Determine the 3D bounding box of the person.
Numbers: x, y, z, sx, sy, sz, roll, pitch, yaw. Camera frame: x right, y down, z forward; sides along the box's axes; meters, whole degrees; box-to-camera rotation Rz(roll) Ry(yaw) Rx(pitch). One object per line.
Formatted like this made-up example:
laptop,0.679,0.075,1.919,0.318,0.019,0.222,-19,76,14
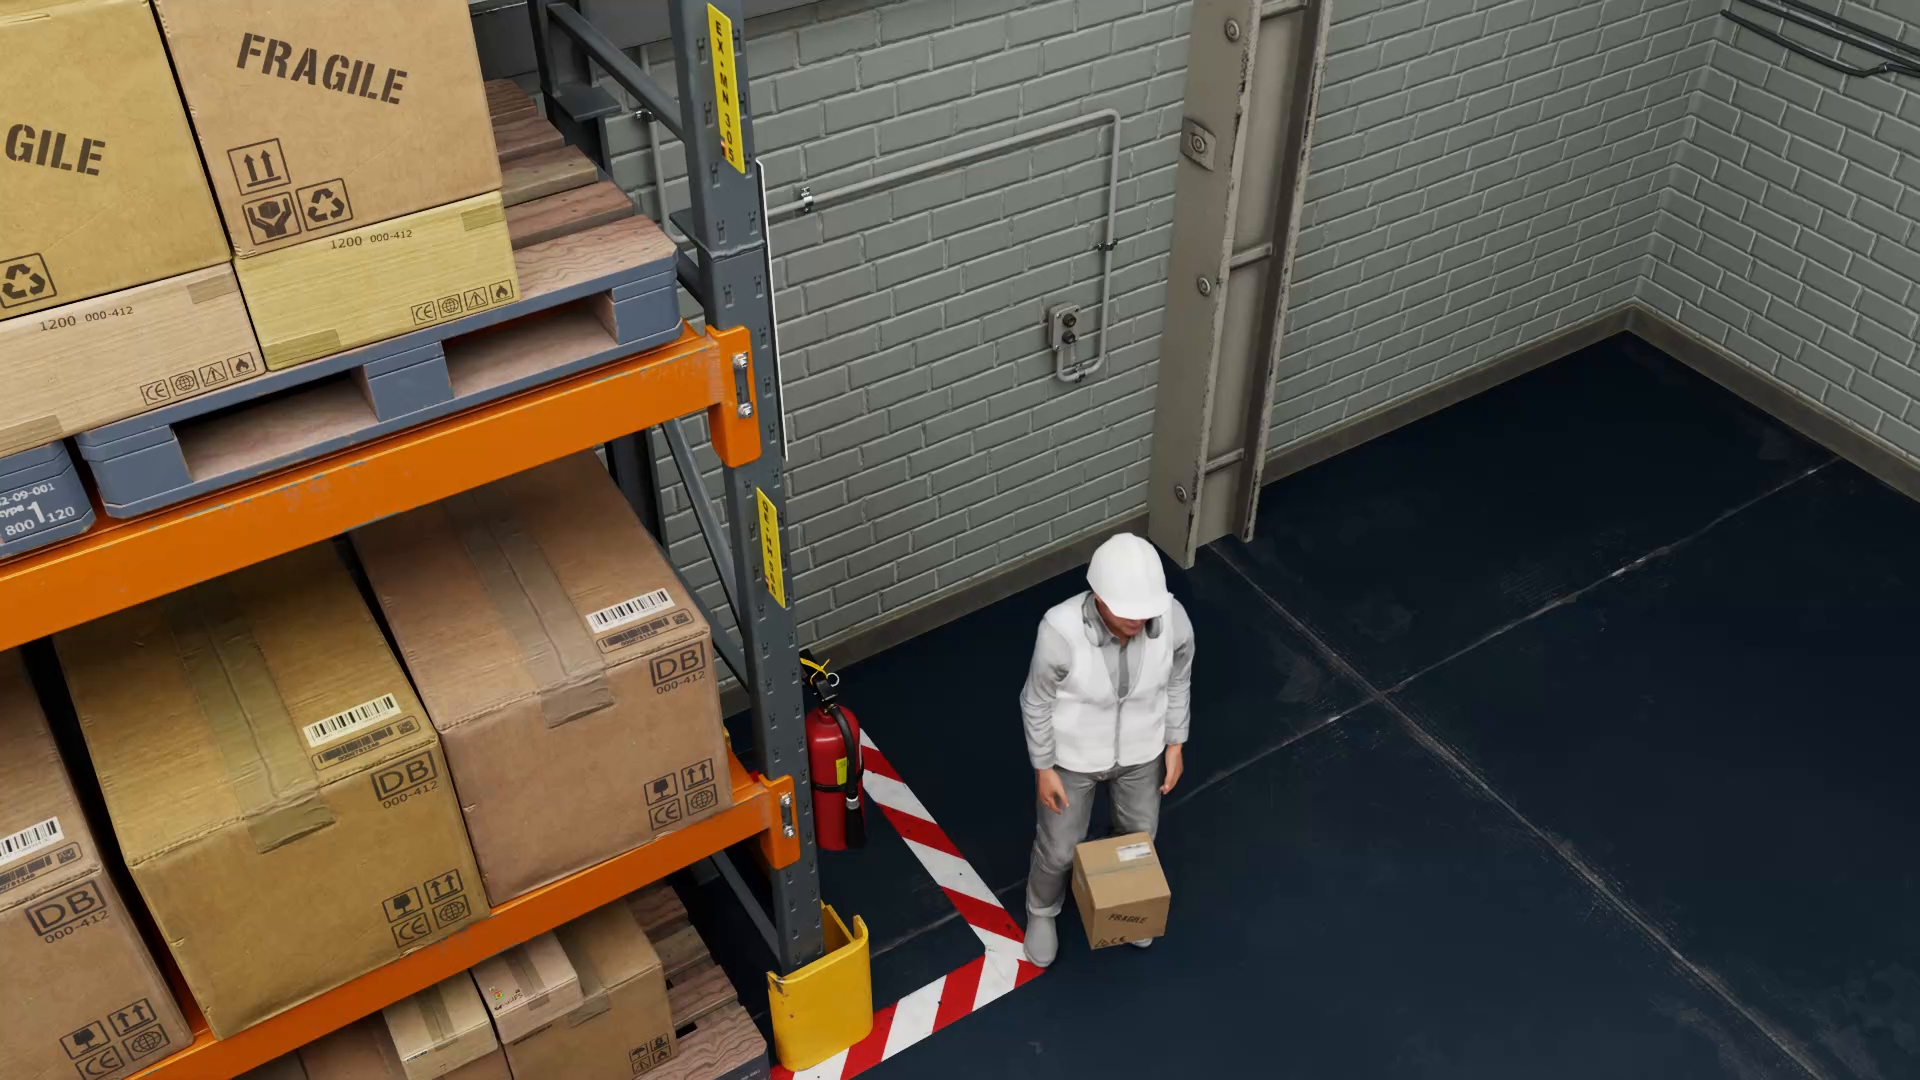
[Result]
person,0.463,0.658,5.364,0.561,1.775,0.435,-9,41,-10
